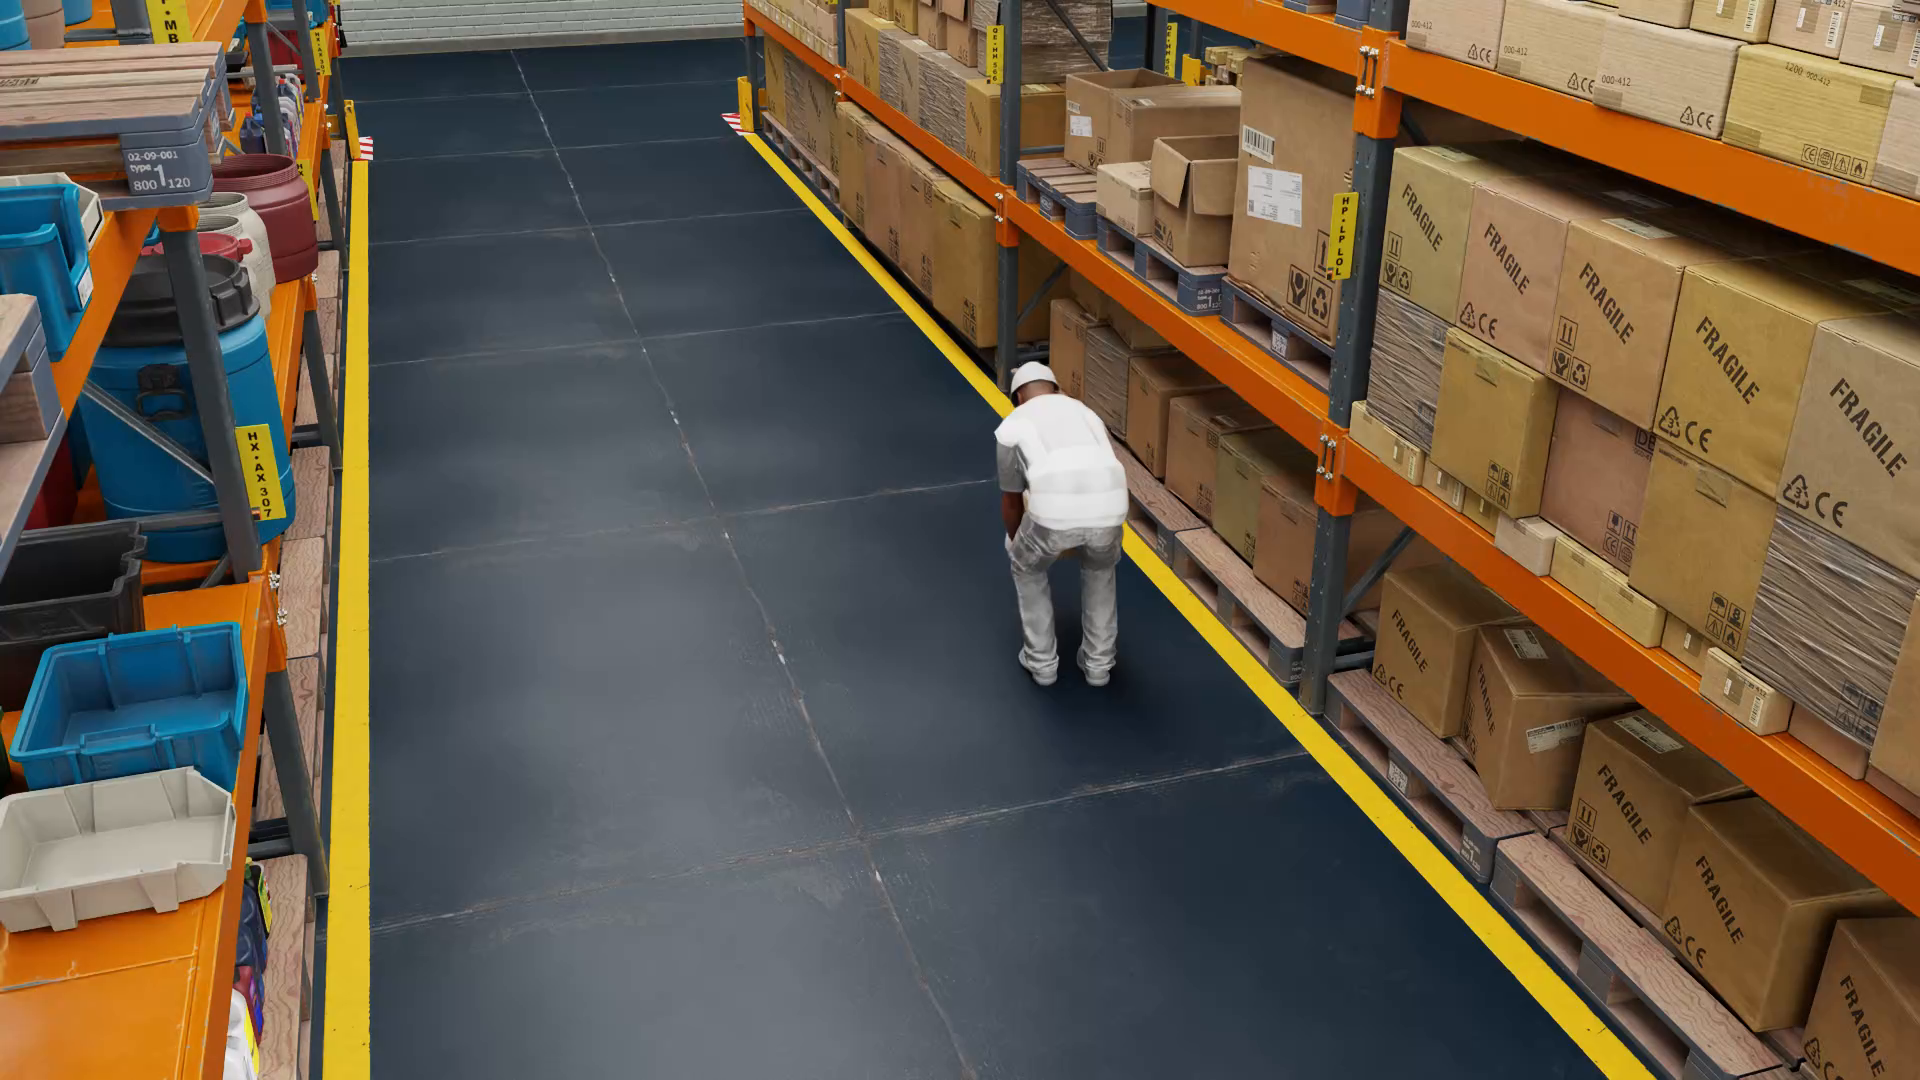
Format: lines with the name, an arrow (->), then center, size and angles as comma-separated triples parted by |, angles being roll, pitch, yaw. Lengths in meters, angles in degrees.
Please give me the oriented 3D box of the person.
person -> 0.415, -0.058, 7.295 | 0.513, 1.264, 0.946 | -6, 27, -11
